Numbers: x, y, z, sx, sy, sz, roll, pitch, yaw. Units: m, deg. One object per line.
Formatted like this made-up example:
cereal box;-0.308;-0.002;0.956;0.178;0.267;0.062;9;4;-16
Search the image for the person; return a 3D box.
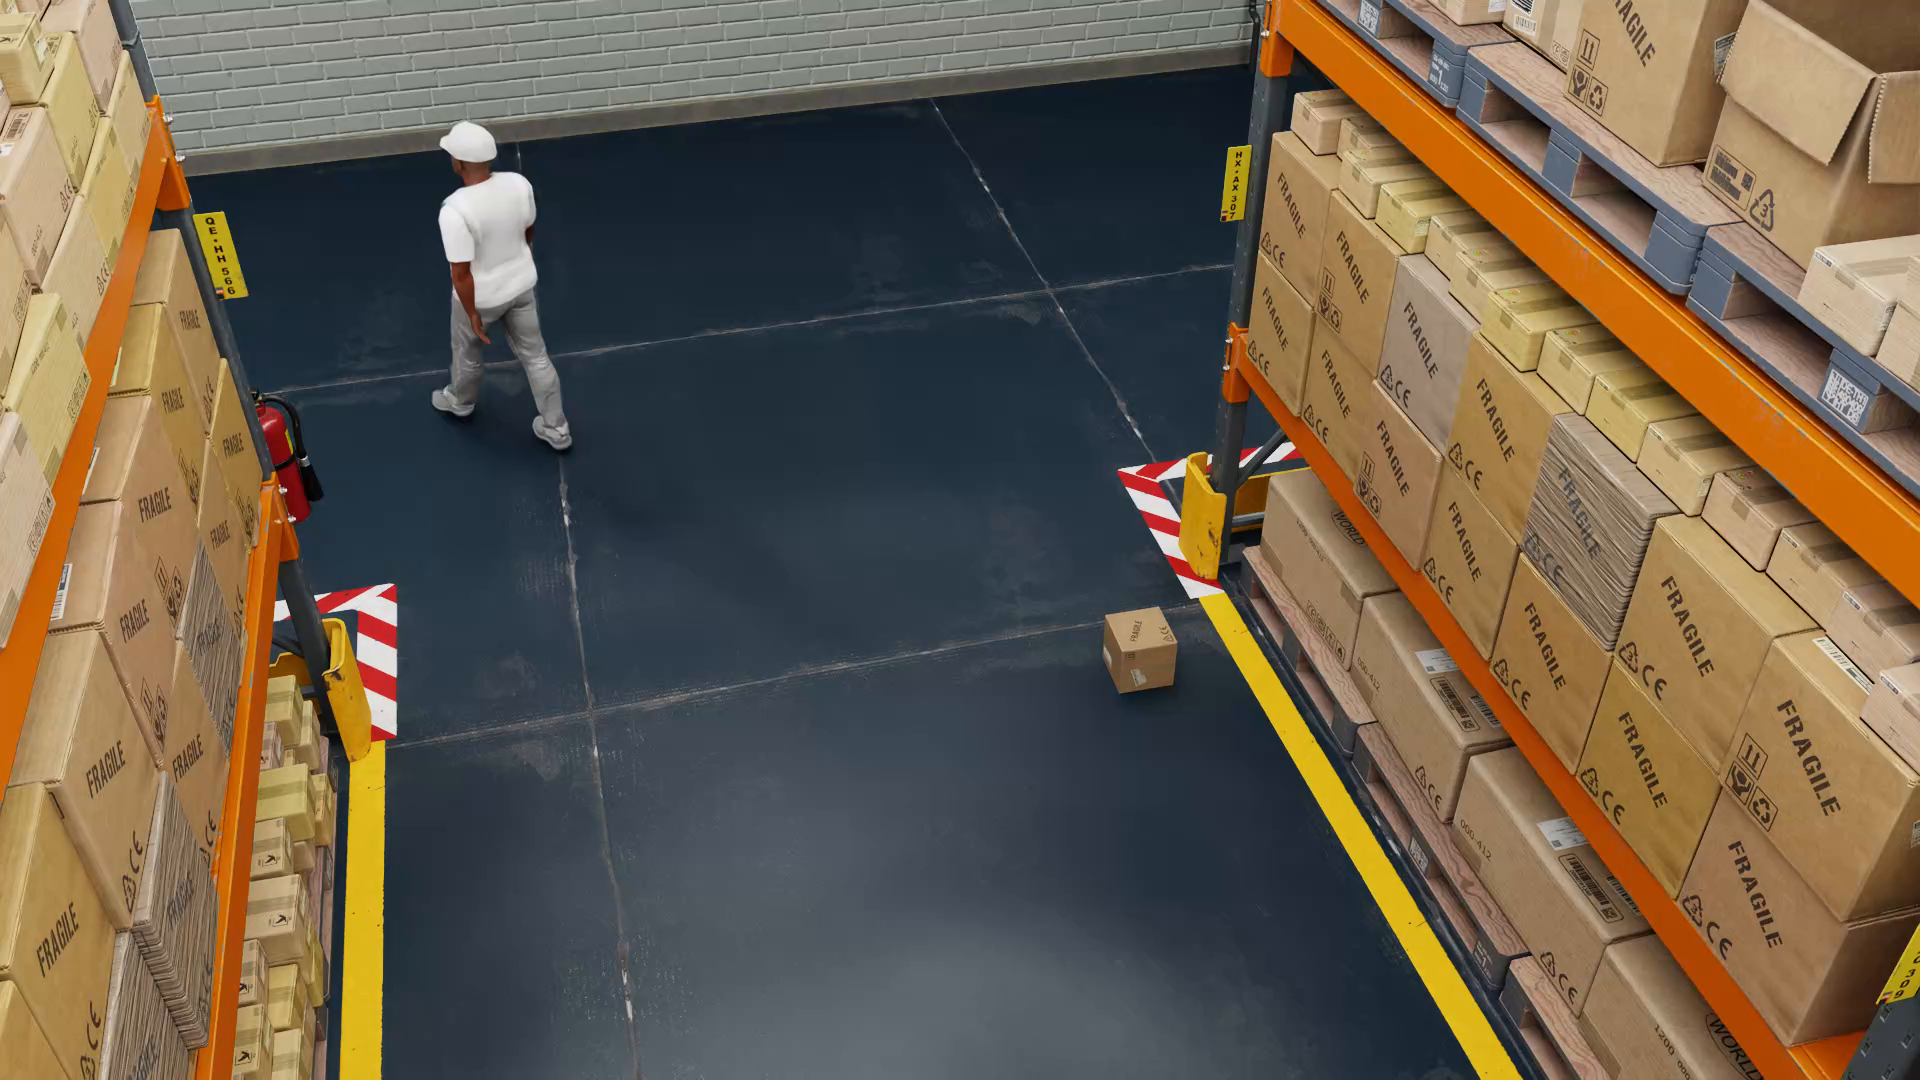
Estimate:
person;-2.402;-1.327;8.367;0.949;1.718;0.579;29;47;32
